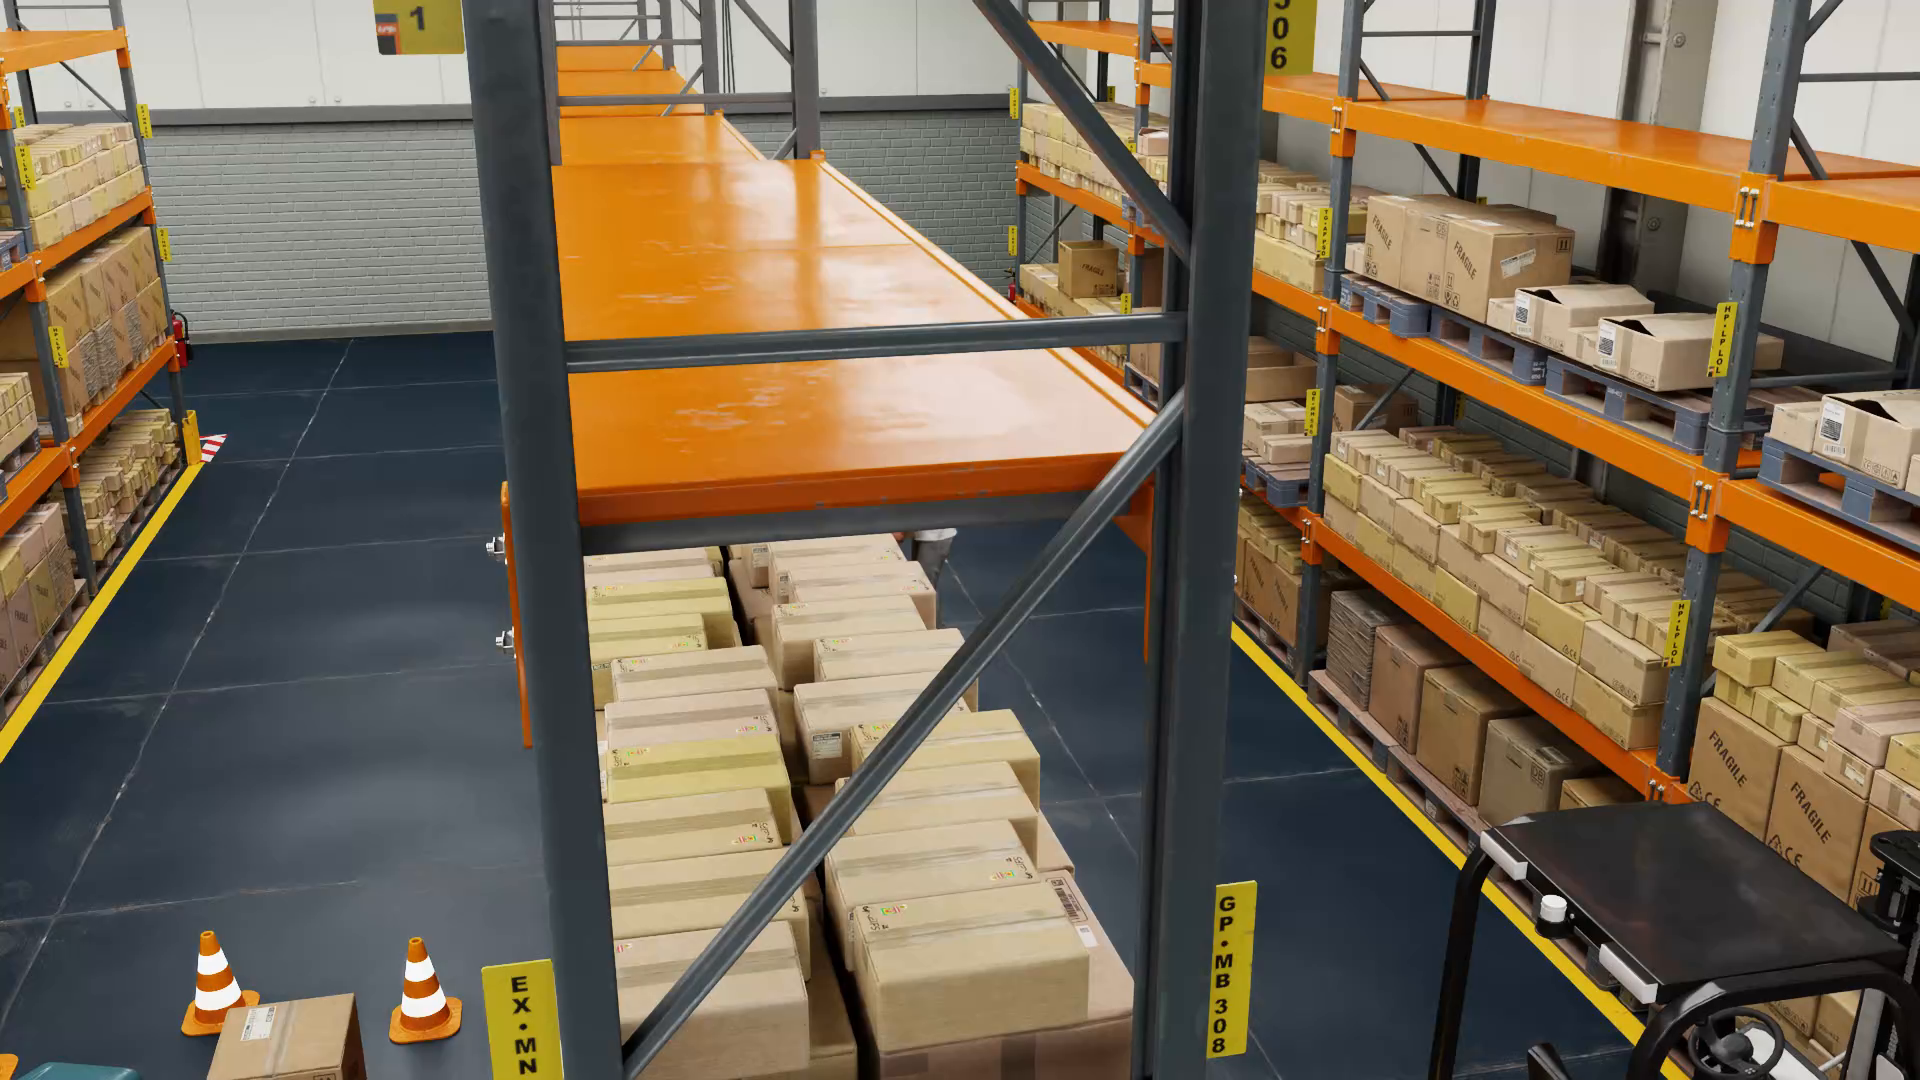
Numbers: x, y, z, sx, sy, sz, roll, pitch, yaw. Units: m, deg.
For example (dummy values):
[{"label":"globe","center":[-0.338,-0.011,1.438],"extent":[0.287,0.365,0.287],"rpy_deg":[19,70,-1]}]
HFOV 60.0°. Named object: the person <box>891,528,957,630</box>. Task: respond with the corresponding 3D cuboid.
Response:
[{"label":"person","center":[-0.305,-0.030,12.443],"extent":[0.565,1.762,0.494],"rpy_deg":[-4,20,-12]}]
